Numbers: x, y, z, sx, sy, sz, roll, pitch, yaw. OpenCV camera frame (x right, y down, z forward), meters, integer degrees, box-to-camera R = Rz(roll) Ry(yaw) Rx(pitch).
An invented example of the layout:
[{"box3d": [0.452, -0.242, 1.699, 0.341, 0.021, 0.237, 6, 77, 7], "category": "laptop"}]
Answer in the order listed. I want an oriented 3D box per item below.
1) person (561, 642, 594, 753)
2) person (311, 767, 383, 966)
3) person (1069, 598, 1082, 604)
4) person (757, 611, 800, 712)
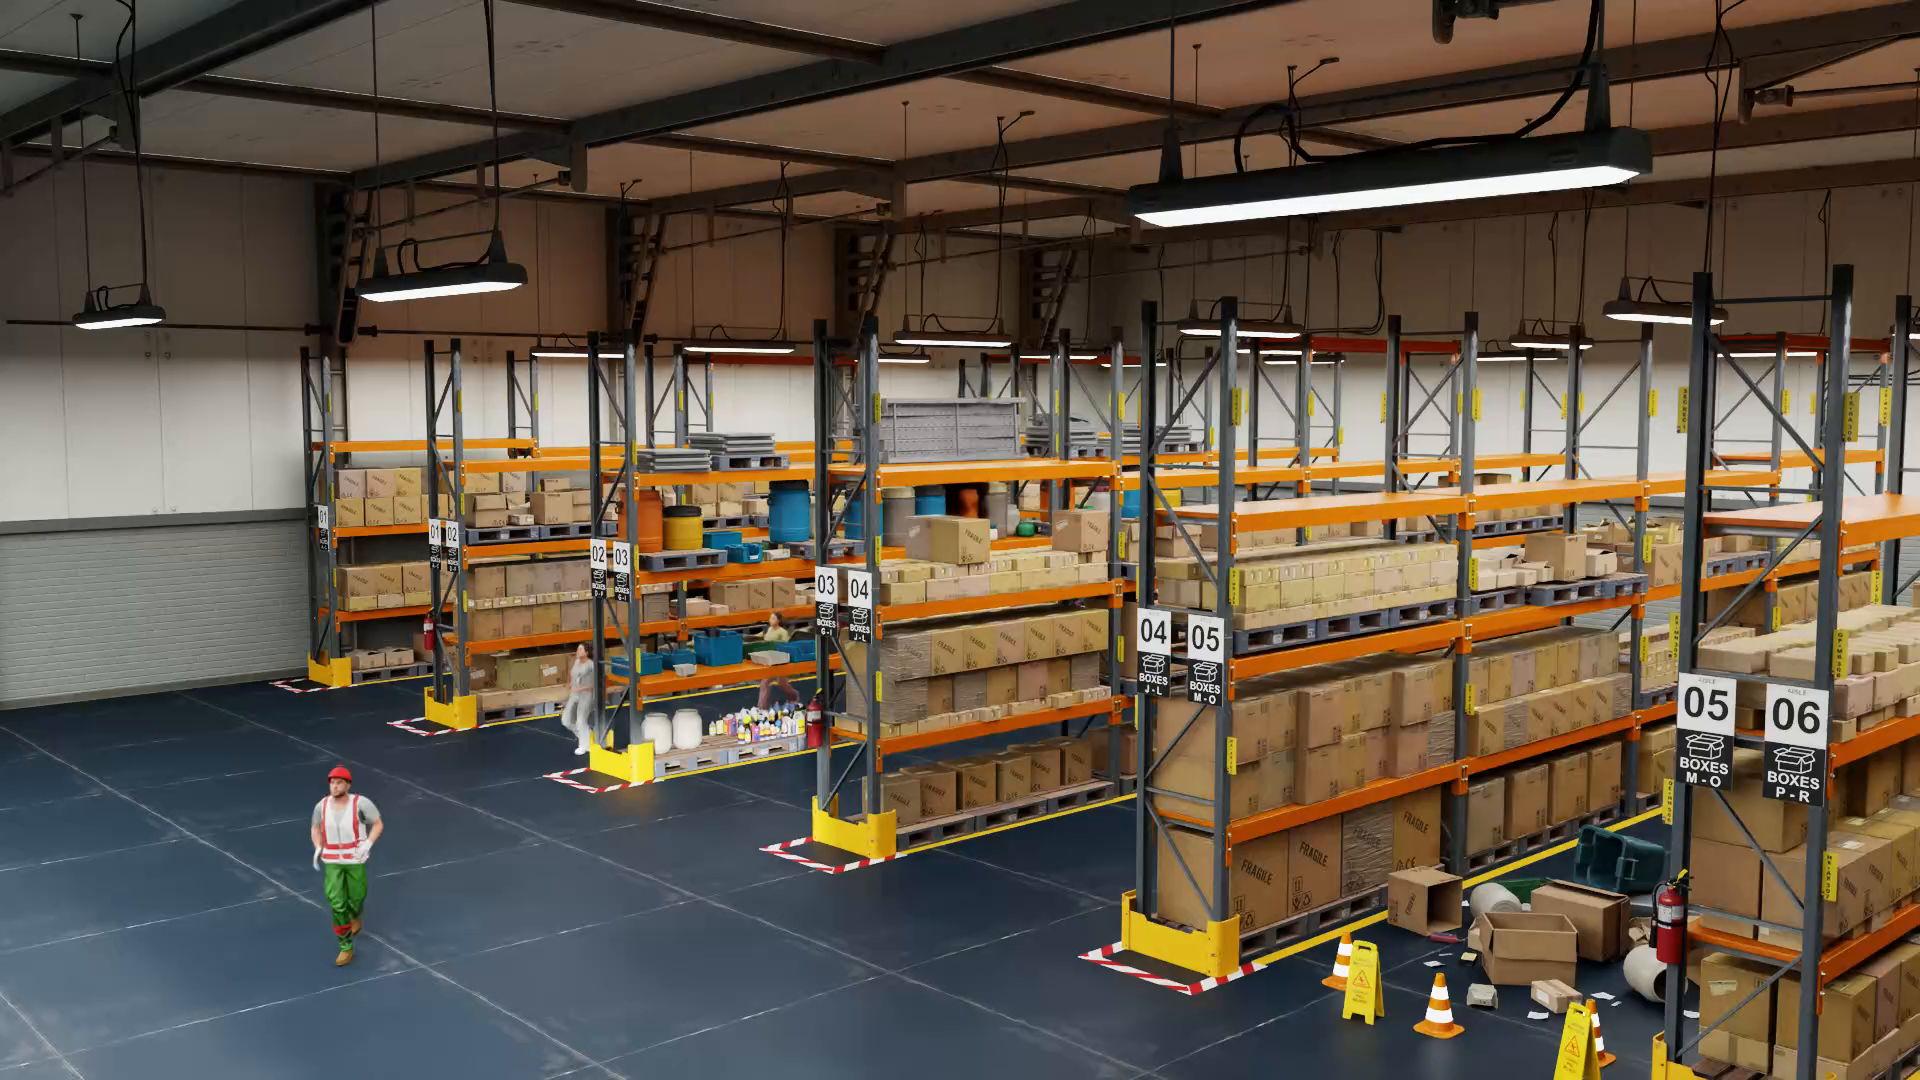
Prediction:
[{"box3d": [-5.408, 2.260, 23.793, 0.597, 1.625, 0.508, 4, 6, 35], "category": "person"}, {"box3d": [-5.643, 2.952, 15.299, 0.650, 1.768, 0.722, -1, 5, -9], "category": "person"}, {"box3d": [2.110, 1.485, 32.457, 0.660, 1.680, 0.585, 4, 6, 35], "category": "person"}, {"box3d": [-2.955, 1.962, 26.663, 0.574, 1.655, 0.969, 4, 6, 35], "category": "person"}]
